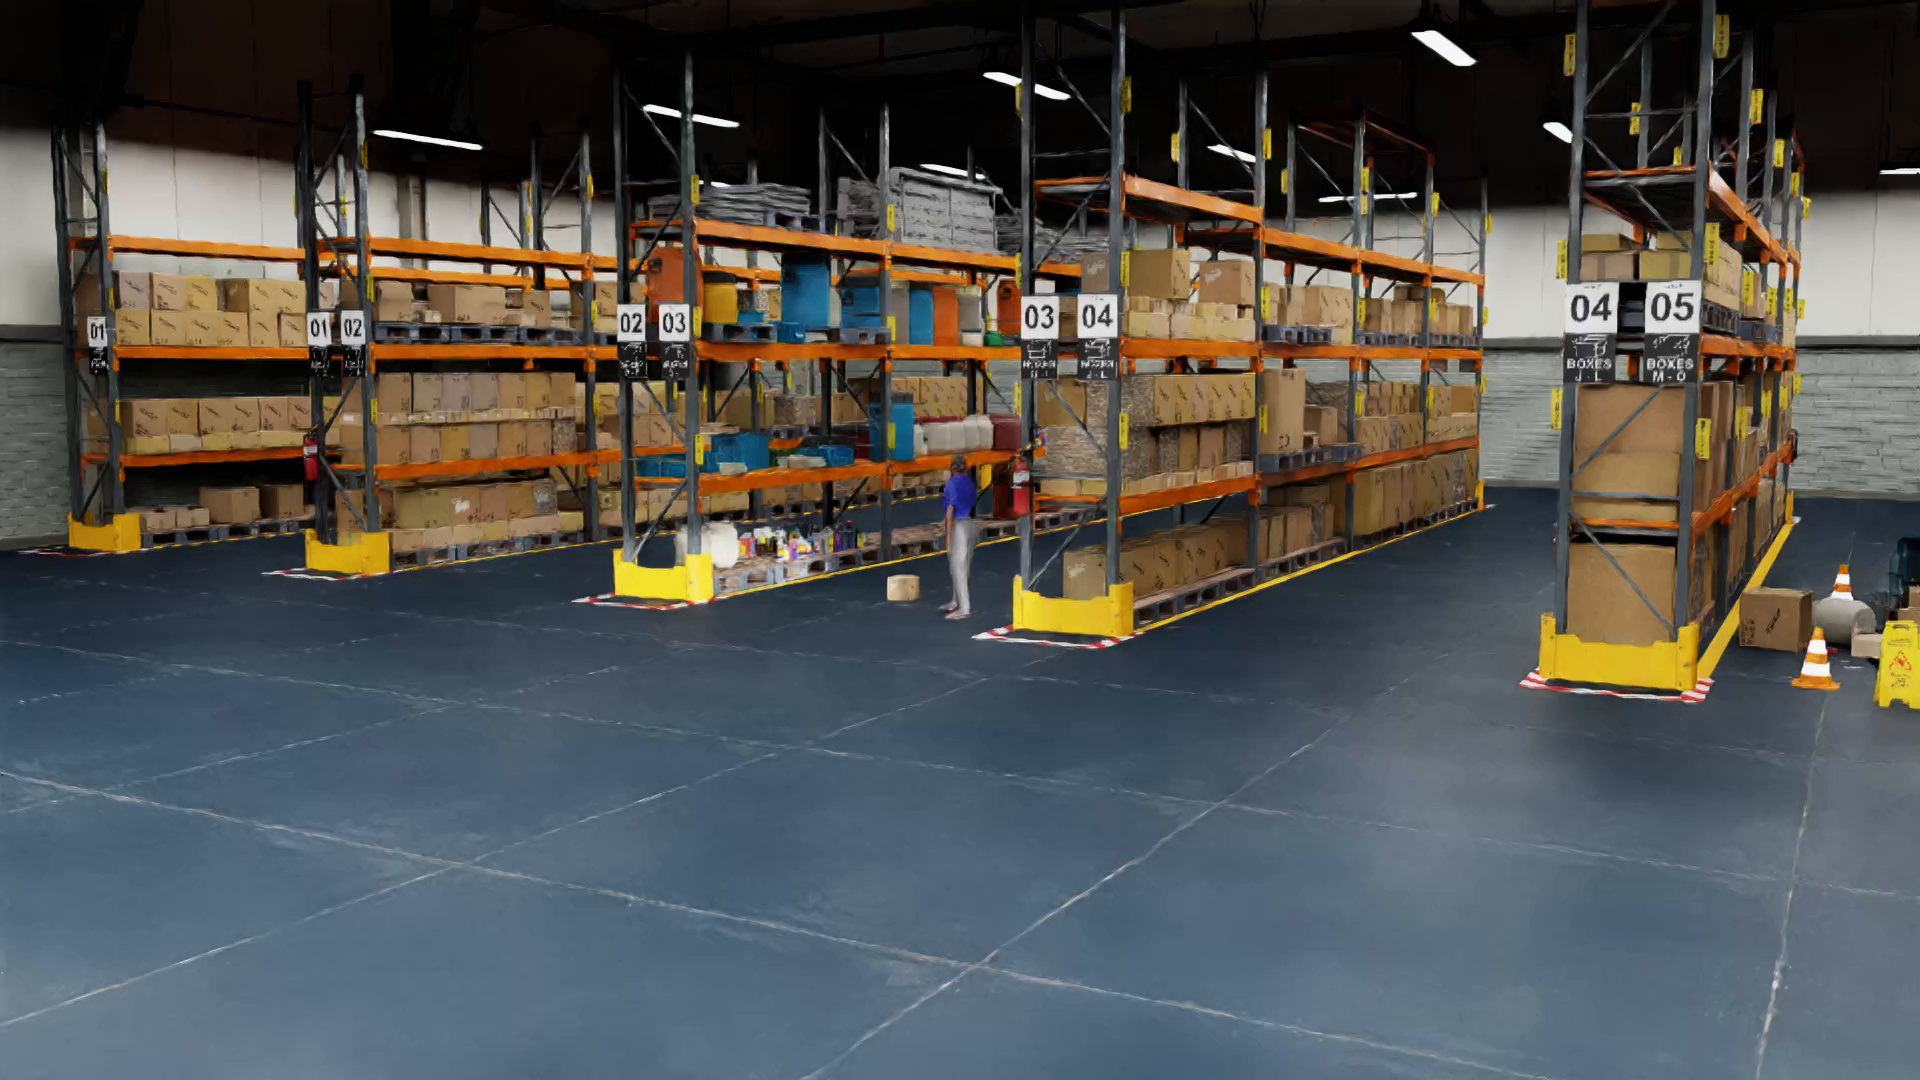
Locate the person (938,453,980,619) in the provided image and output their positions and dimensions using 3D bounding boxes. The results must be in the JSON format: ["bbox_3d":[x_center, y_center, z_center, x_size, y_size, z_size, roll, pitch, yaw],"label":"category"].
[{"bbox_3d":[-0.019,-0.047,16.911,0.575,1.659,0.580,4,7,34],"label":"person"}]
